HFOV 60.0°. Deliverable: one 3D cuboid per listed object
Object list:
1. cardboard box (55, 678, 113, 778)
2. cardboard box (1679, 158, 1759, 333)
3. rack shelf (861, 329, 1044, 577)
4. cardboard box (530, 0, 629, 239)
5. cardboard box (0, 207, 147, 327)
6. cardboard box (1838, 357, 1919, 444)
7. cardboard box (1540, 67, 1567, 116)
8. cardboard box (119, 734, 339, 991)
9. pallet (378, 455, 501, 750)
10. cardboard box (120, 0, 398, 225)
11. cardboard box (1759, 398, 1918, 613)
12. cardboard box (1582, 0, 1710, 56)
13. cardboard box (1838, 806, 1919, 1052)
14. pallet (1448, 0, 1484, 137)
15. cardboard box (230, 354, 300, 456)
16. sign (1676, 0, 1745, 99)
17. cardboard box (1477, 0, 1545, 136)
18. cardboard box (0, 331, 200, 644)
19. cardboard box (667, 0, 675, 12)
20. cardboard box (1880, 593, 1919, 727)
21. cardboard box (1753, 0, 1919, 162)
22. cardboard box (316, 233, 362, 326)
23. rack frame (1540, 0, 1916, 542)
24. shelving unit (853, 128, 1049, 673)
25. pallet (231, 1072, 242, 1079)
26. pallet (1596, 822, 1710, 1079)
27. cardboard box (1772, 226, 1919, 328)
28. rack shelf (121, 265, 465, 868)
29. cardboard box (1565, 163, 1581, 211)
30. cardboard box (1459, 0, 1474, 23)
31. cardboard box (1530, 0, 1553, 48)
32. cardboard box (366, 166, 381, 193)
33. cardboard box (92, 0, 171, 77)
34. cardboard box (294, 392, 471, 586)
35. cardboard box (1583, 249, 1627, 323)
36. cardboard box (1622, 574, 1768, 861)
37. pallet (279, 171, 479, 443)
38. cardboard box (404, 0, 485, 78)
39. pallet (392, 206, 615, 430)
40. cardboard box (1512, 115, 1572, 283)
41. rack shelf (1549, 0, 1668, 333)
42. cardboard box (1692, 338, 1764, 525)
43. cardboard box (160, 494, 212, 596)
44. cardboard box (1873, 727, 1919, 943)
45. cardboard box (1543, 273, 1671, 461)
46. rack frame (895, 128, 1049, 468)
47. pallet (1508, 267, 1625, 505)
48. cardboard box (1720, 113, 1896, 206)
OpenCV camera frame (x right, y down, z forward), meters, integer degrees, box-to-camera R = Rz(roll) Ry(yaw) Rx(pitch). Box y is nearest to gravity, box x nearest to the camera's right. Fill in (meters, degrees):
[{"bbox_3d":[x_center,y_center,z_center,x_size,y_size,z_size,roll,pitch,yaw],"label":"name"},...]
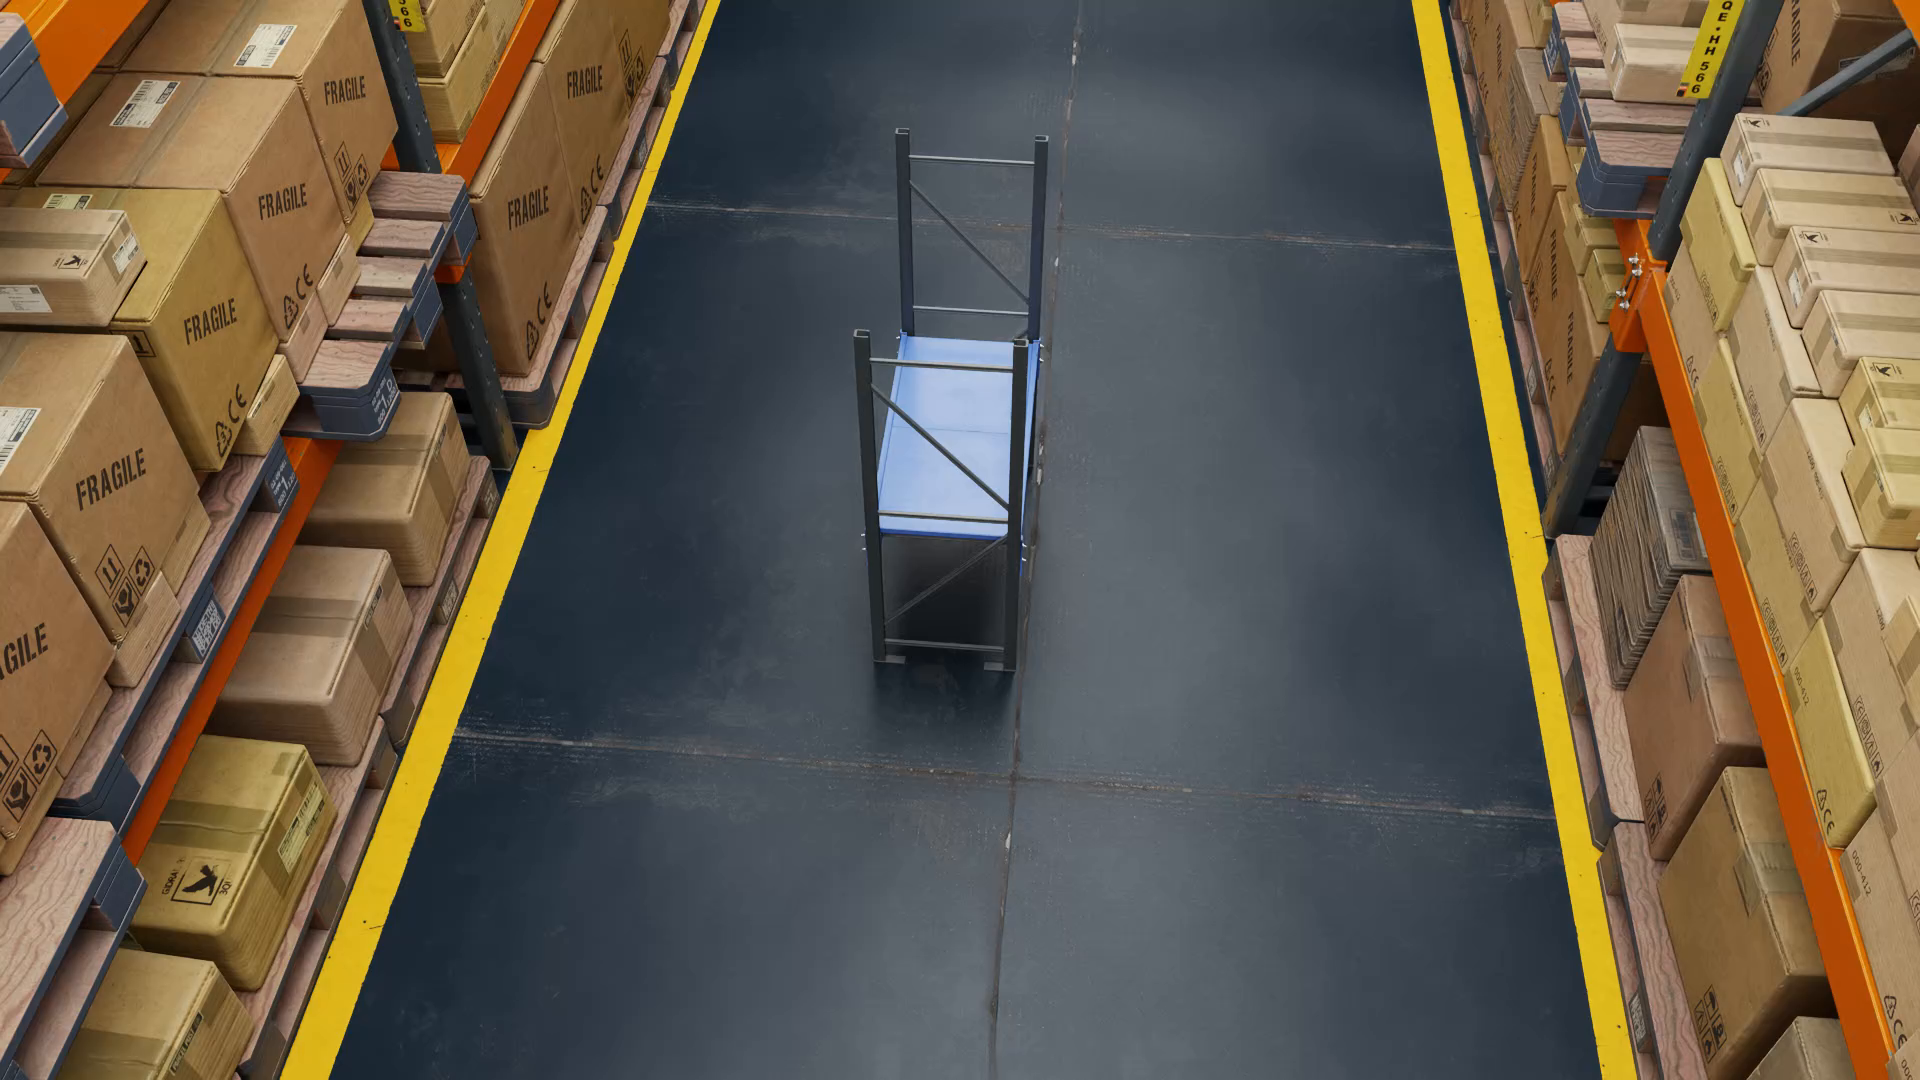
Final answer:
[{"bbox_3d":[-2.172,0.382,3.754,0.380,0.149,0.250,4,48,4],"label":"cardboard box"},{"bbox_3d":[2.392,-0.831,4.740,0.500,0.250,0.500,4,48,3],"label":"cardboard box"},{"bbox_3d":[-0.008,-0.322,5.772,0.538,0.185,1.000,4,48,4],"label":"rack shelf"},{"bbox_3d":[-2.012,-1.933,7.141,0.875,0.875,0.875,4,48,4],"label":"cardboard box"},{"bbox_3d":[-2.111,-0.625,3.796,0.380,0.149,0.250,2,48,2],"label":"cardboard box"},{"bbox_3d":[2.353,-0.292,3.977,0.380,0.149,0.250,4,48,4],"label":"cardboard box"},{"bbox_3d":[2.642,-1.890,6.916,0.380,0.149,0.250,2,48,2],"label":"cardboard box"},{"bbox_3d":[-2.438,0.908,4.883,0.950,0.372,0.625,5,48,5],"label":"cardboard box"},{"bbox_3d":[-2.316,0.164,5.957,1.003,0.211,1.213,4,48,4],"label":"pallet"},{"bbox_3d":[-2.007,-1.275,4.829,0.500,0.500,0.500,3,48,2],"label":"cardboard box"},{"bbox_3d":[2.304,-0.078,4.051,0.500,0.250,0.500,3,48,3],"label":"cardboard box"},{"bbox_3d":[2.474,-1.909,5.780,0.500,0.250,0.500,2,48,2],"label":"cardboard box"},{"bbox_3d":[2.237,0.849,3.542,0.500,0.250,0.500,4,48,4],"label":"cardboard box"},{"bbox_3d":[3.029,-2.418,8.319,1.003,0.211,1.213,4,48,4],"label":"pallet"},{"bbox_3d":[-2.011,-0.374,4.445,0.380,0.149,0.250,5,48,4],"label":"cardboard box"},{"bbox_3d":[2.159,-1.414,4.780,0.100,0.325,0.005,4,48,4],"label":"sign"},{"bbox_3d":[2.708,-2.159,7.601,0.500,0.500,0.500,3,48,2],"label":"cardboard box"},{"bbox_3d":[-2.139,-0.122,3.775,0.500,0.500,0.500,2,48,2],"label":"cardboard box"},{"bbox_3d":[-1.855,-3.255,8.349,0.875,0.875,0.875,5,48,5],"label":"cardboard box"},{"bbox_3d":[2.180,0.259,3.473,0.380,0.149,0.250,3,48,2],"label":"cardboard box"},{"bbox_3d":[2.903,-1.564,5.295,0.500,0.500,0.500,6,48,5],"label":"cardboard box"},{"bbox_3d":[-1.969,-0.762,4.800,0.380,0.149,0.250,4,48,3],"label":"cardboard box"},{"bbox_3d":[2.701,-1.021,5.151,1.000,3.000,0.127,4,48,4],"label":"rack frame"},{"bbox_3d":[-0.008,-0.443,5.639,0.538,1.500,1.048,4,48,4],"label":"shelving unit"},{"bbox_3d":[-2.538,1.957,4.317,1.003,0.211,1.213,4,48,4],"label":"pallet"},{"bbox_3d":[2.473,1.417,4.811,1.003,0.211,1.213,4,48,4],"label":"pallet"},{"bbox_3d":[2.357,-0.672,4.324,0.380,0.149,0.250,5,48,5],"label":"cardboard box"},{"bbox_3d":[-2.425,0.361,4.375,1.077,0.370,4.000,4,48,4],"label":"rack shelf"},{"bbox_3d":[2.555,-1.311,6.386,0.380,0.149,0.250,2,48,2],"label":"cardboard box"},{"bbox_3d":[2.797,-2.918,8.295,0.500,0.500,0.500,6,48,5],"label":"cardboard box"},{"bbox_3d":[2.711,-2.267,7.261,0.380,0.149,0.250,5,48,5],"label":"cardboard box"},{"bbox_3d":[-2.038,-1.152,5.156,0.380,0.149,0.250,5,48,5],"label":"cardboard box"},{"bbox_3d":[-2.514,-1.312,4.864,0.500,0.500,0.500,3,48,2],"label":"cardboard box"},{"bbox_3d":[-2.304,-0.192,5.889,0.950,0.372,0.625,1,48,1],"label":"cardboard box"},{"bbox_3d":[2.493,-0.917,6.026,0.380,0.149,0.250,2,48,2],"label":"cardboard box"},{"bbox_3d":[2.578,0.577,5.014,0.875,0.625,0.625,5,48,5],"label":"cardboard box"},{"bbox_3d":[-2.202,-0.756,5.039,1.213,0.211,1.003,4,48,4],"label":"pallet"},{"bbox_3d":[-1.951,-1.825,5.650,0.500,0.250,0.500,4,48,3],"label":"cardboard box"},{"bbox_3d":[-2.096,-0.985,7.008,1.003,0.211,1.213,4,48,4],"label":"pallet"},{"bbox_3d":[2.626,-1.396,6.903,0.500,0.500,0.500,6,48,5],"label":"cardboard box"},{"bbox_3d":[2.883,-2.247,6.760,1.077,0.370,4.000,4,48,4],"label":"rack shelf"},{"bbox_3d":[2.366,-0.291,4.585,0.500,0.250,0.500,3,48,3],"label":"cardboard box"},{"bbox_3d":[-2.101,-0.008,4.110,0.380,0.149,0.250,2,48,2],"label":"cardboard box"},{"bbox_3d":[2.218,0.669,3.368,0.500,0.250,0.500,5,48,4],"label":"cardboard box"},{"bbox_3d":[2.525,-0.644,6.215,0.500,0.500,0.500,5,48,5],"label":"cardboard box"},{"bbox_3d":[0.039,-0.817,5.981,0.500,1.500,0.032,4,48,4],"label":"rack frame"},{"bbox_3d":[2.806,-0.625,6.679,1.003,0.211,1.213,4,48,4],"label":"pallet"},{"bbox_3d":[2.378,-1.059,4.678,0.380,0.149,0.250,5,48,5],"label":"cardboard box"}]
